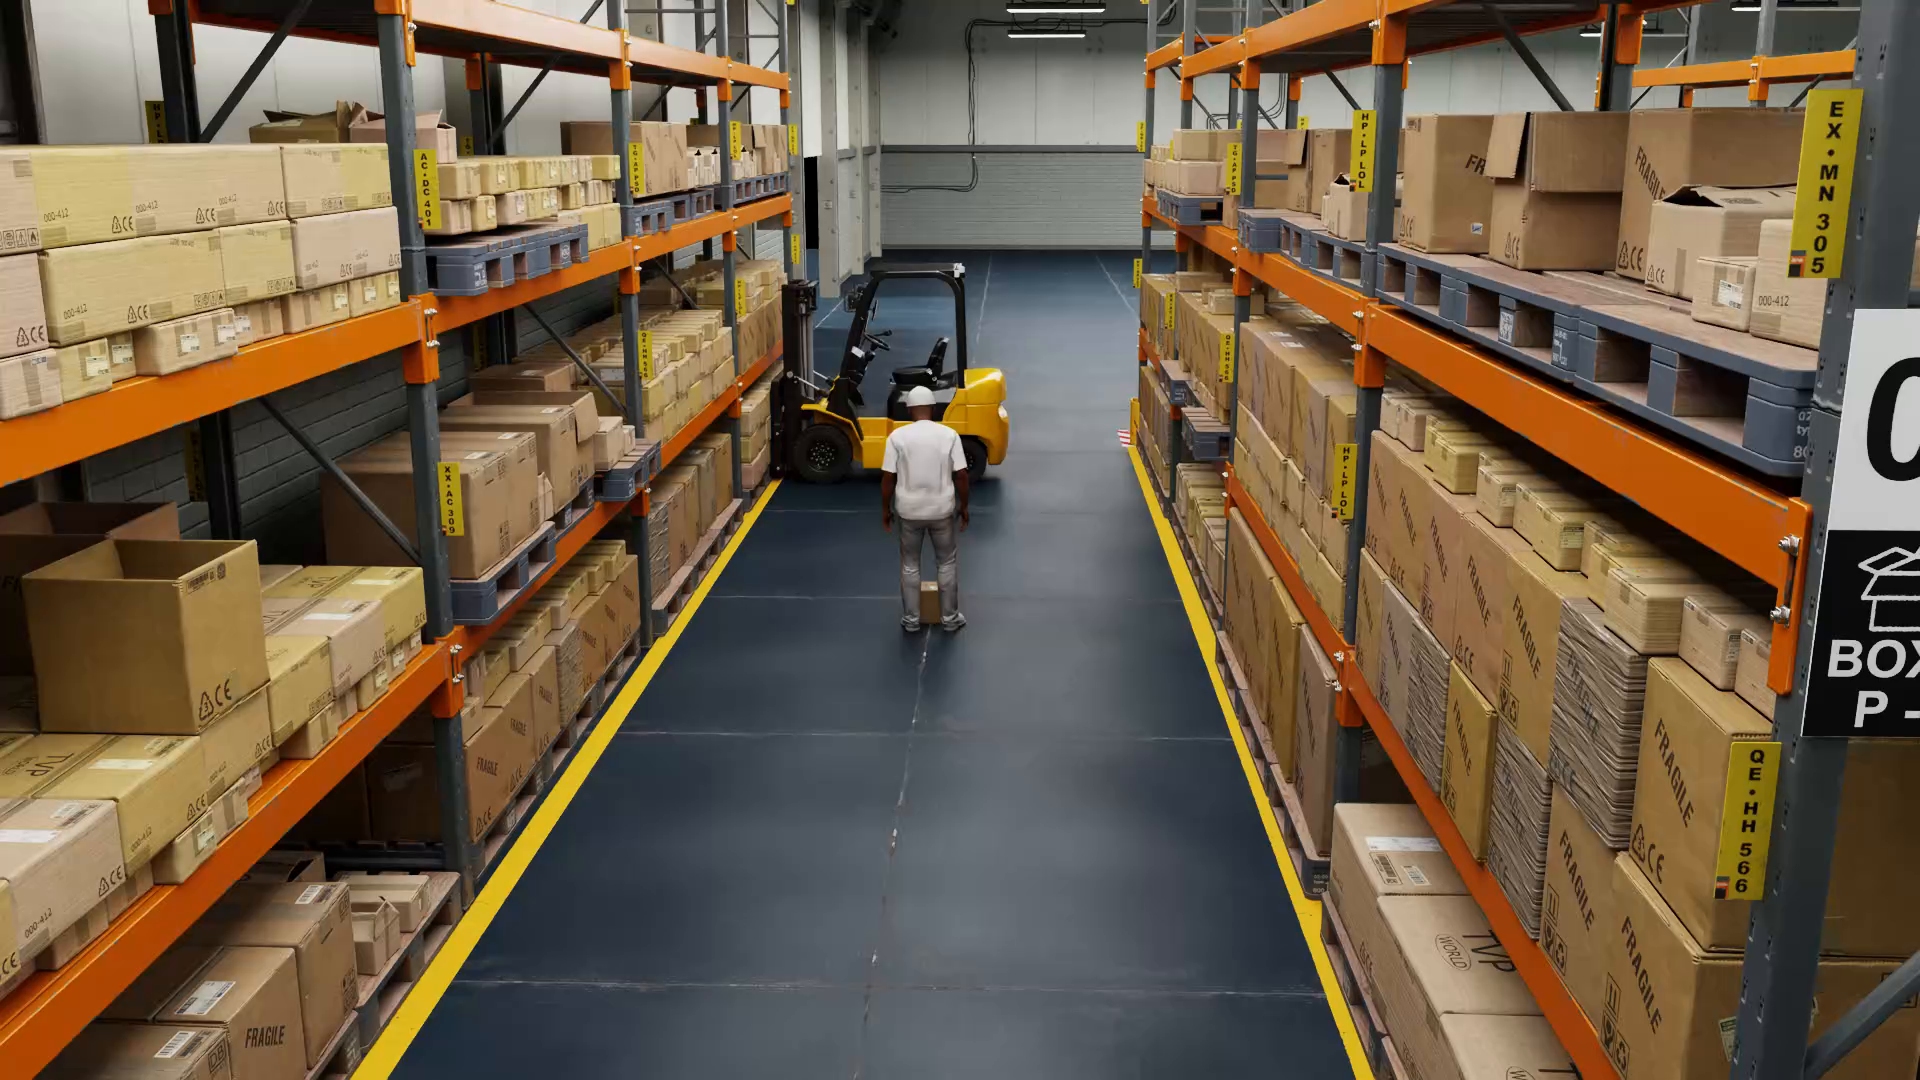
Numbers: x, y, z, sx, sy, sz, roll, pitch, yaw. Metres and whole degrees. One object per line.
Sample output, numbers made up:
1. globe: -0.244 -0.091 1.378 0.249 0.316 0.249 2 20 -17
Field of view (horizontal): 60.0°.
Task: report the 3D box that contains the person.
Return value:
1. person: -0.247 -0.218 11.850 0.629 1.759 0.460 0 14 -2
